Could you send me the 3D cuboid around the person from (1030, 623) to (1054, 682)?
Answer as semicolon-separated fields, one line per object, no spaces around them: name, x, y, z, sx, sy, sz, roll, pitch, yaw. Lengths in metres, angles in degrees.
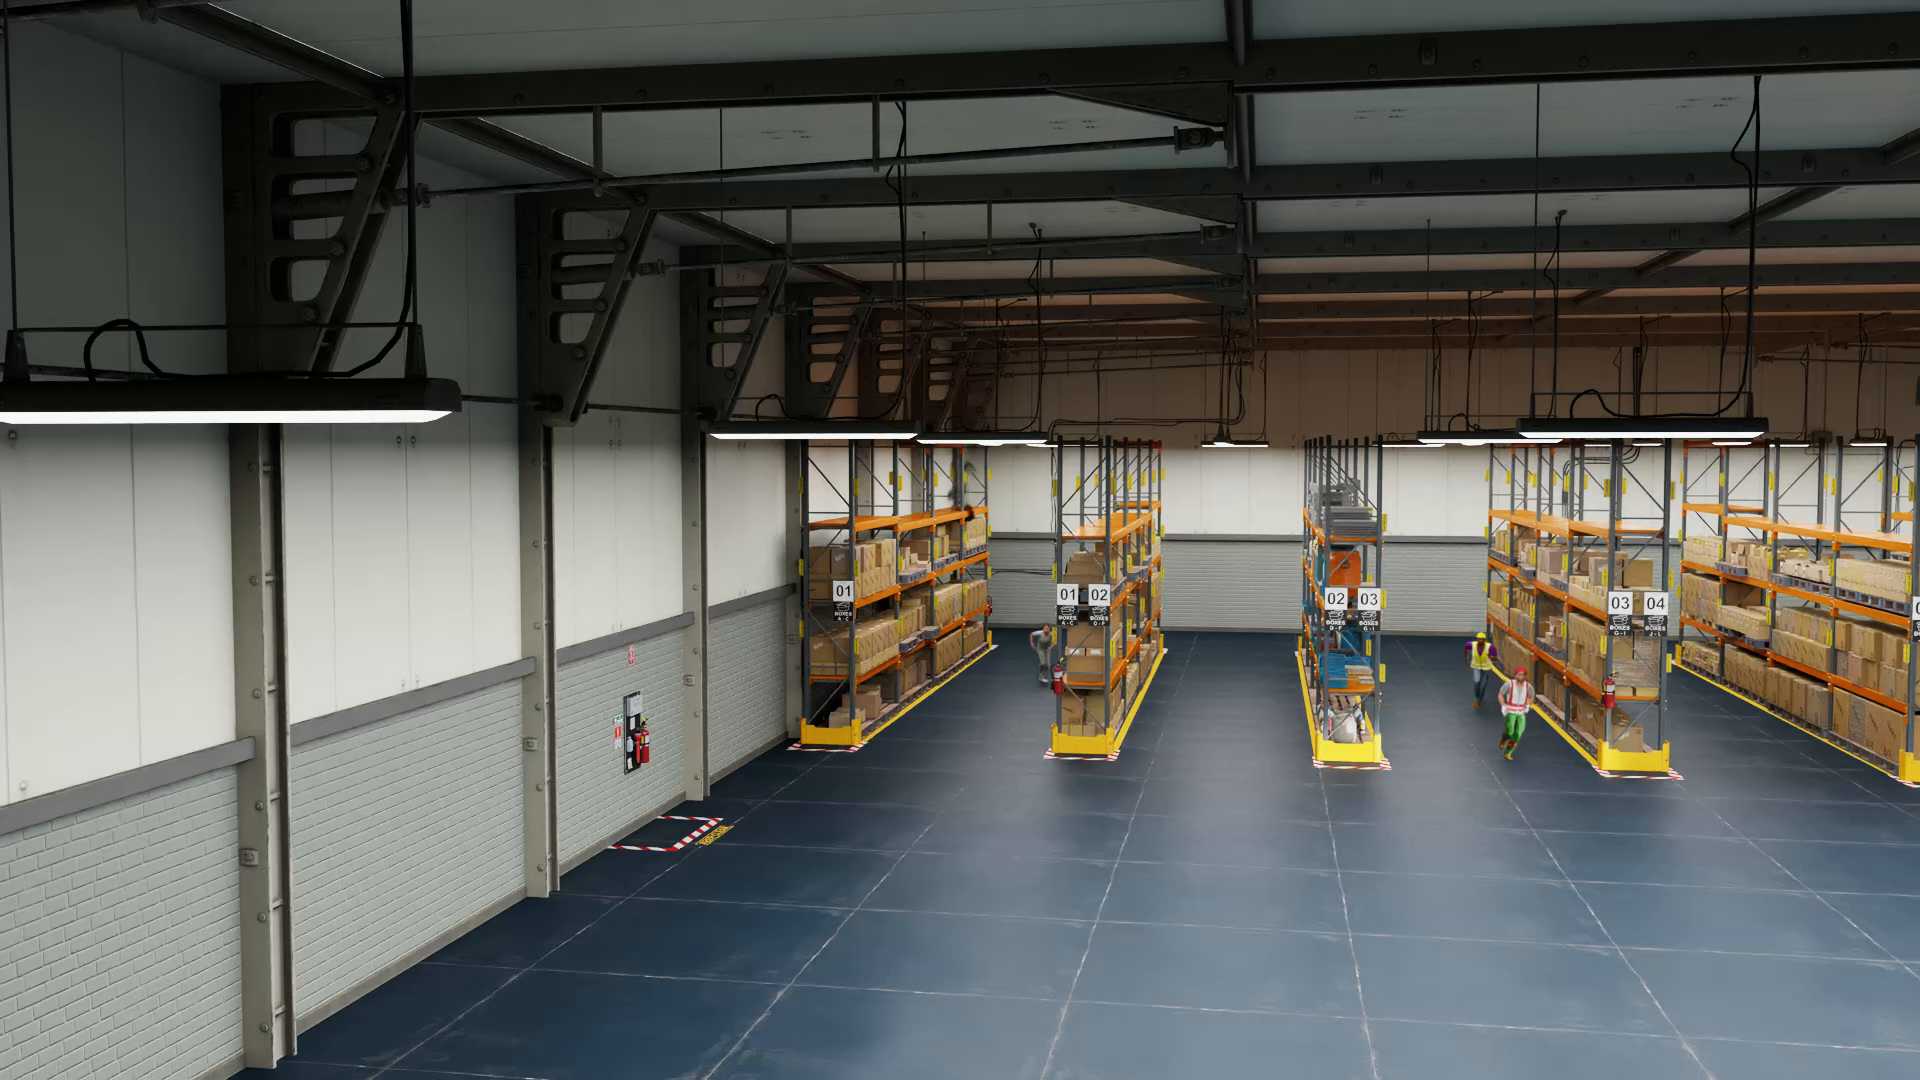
person;2.031;2.763;40.887;0.591;1.503;0.815;0;3;-9

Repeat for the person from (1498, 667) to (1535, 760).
person;10.352;3.201;30.921;0.649;1.727;0.620;0;3;2

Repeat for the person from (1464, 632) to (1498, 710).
person;11.494;2.874;36.726;0.684;1.727;0.923;1;3;11
